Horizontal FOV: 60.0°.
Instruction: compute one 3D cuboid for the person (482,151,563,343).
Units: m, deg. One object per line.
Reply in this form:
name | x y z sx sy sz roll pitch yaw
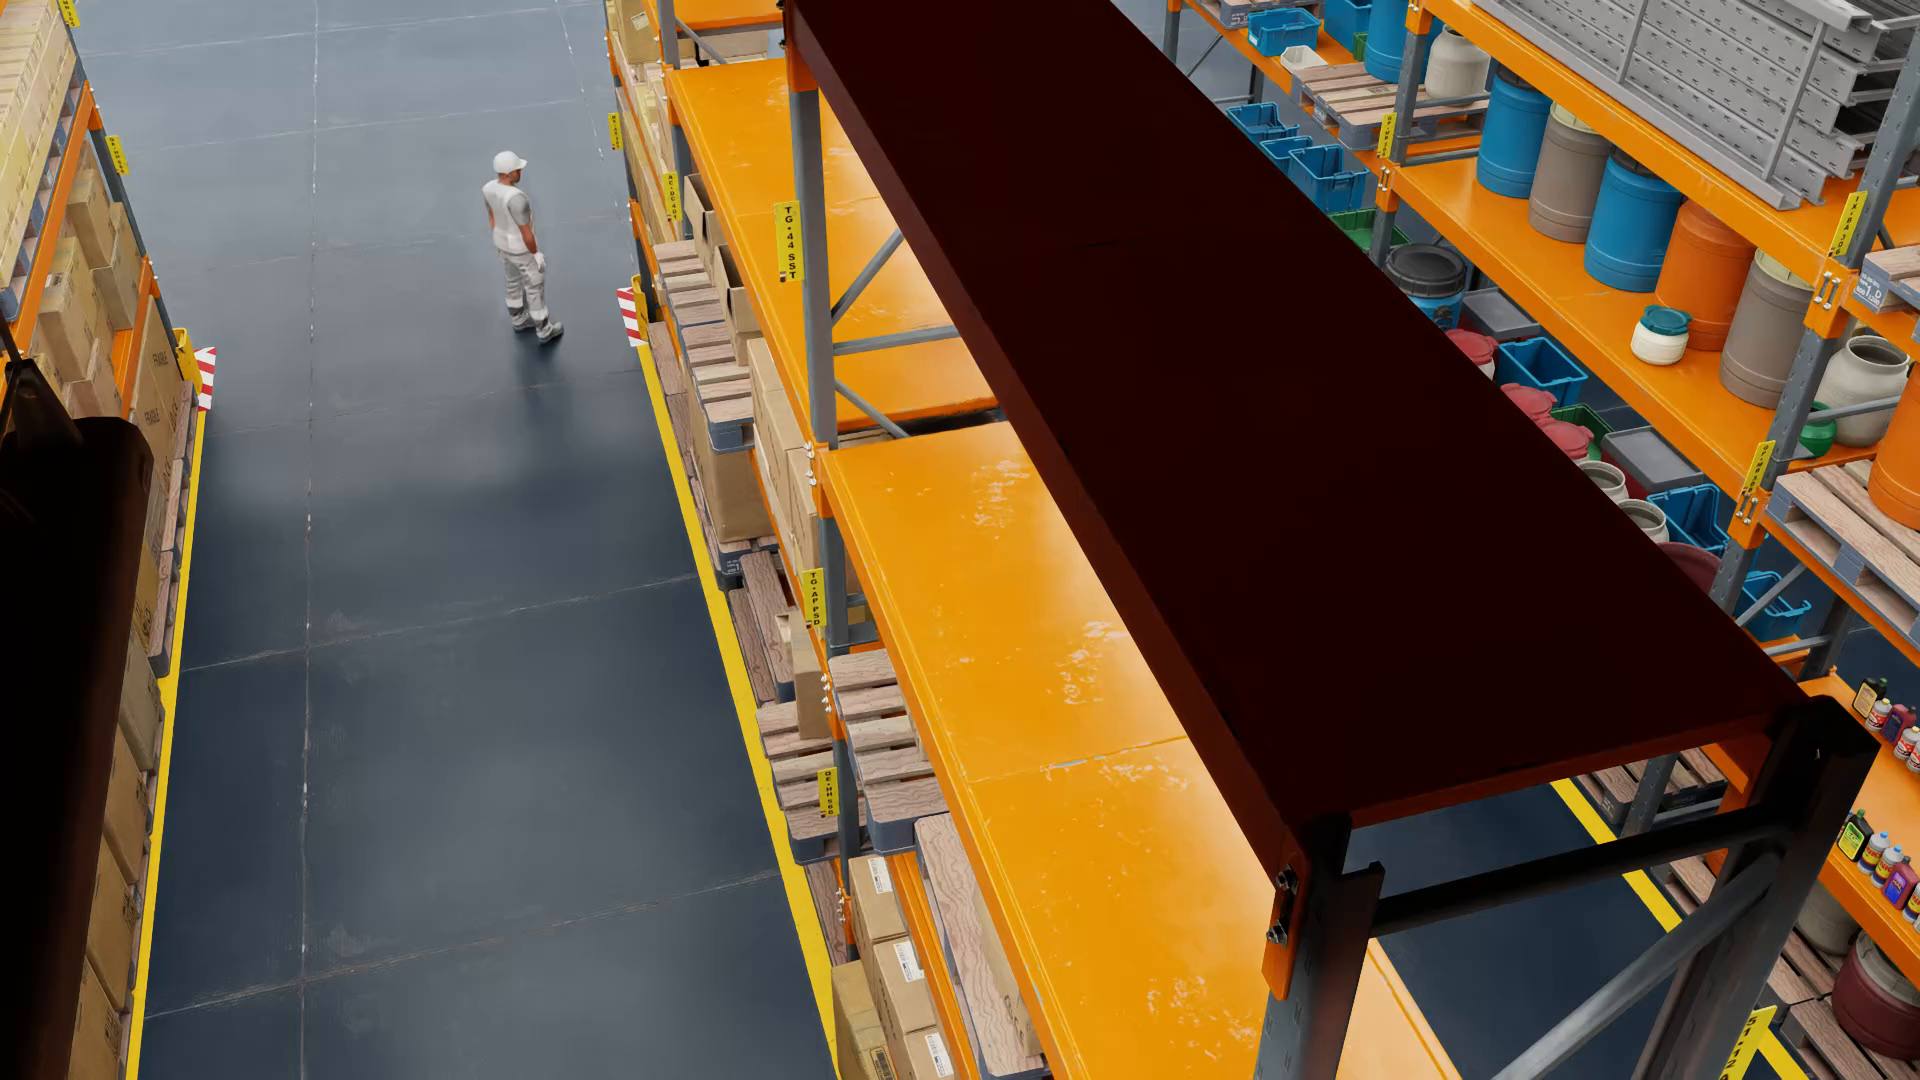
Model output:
person | -3.853 -2.583 14.633 0.584 1.791 0.421 28 46 30
